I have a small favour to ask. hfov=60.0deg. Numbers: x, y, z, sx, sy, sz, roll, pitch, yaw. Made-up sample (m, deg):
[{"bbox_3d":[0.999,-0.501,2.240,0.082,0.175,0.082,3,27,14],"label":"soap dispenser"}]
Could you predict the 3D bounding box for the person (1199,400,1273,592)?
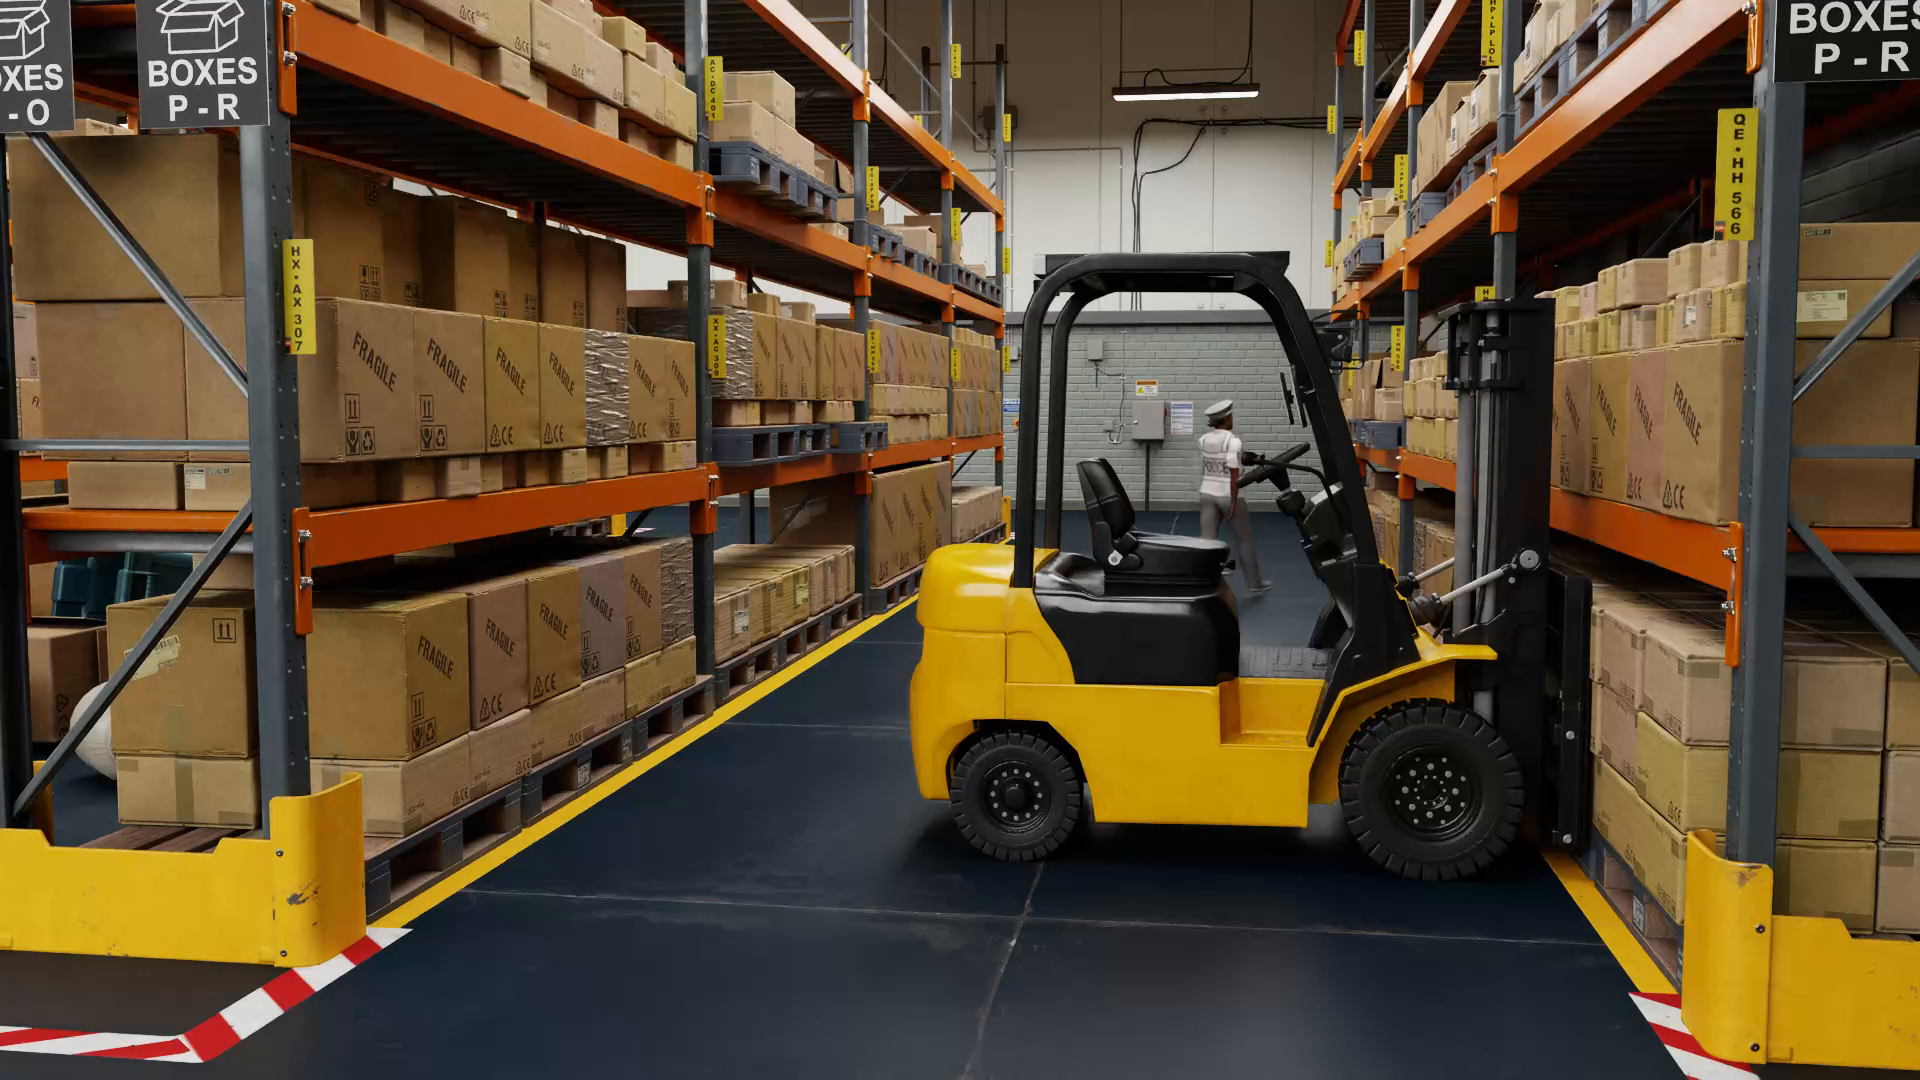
[{"bbox_3d":[2.287,-0.361,14.130,0.449,1.652,0.867,4,6,41],"label":"person"}]
